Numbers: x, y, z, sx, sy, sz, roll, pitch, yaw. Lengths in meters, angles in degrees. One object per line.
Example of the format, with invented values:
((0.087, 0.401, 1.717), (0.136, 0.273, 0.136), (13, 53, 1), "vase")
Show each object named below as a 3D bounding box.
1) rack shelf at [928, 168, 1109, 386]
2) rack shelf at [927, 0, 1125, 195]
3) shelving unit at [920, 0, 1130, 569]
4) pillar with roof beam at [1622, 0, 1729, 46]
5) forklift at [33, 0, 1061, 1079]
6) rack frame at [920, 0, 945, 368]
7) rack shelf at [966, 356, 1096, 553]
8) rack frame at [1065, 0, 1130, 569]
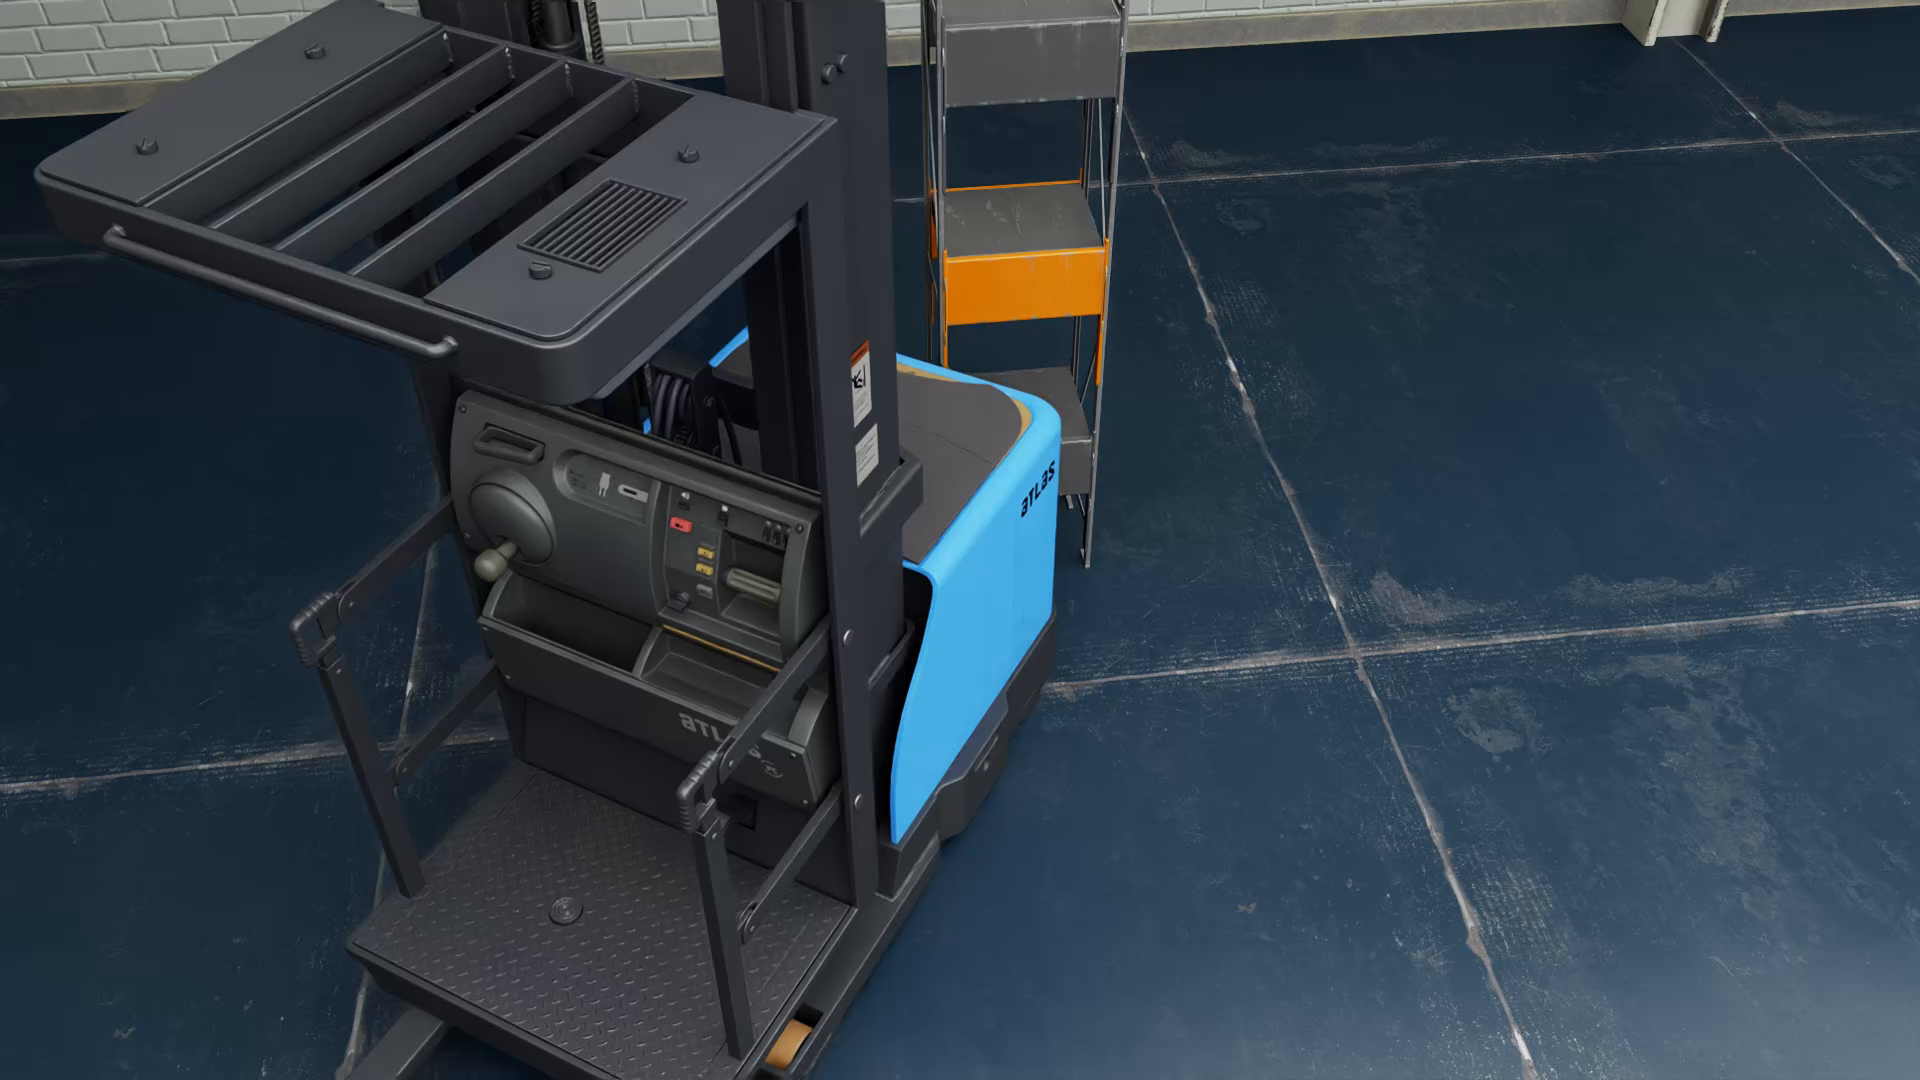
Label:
((0.164, -0.784, 5.072), (0.480, 0.518, 0.431), (-5, 42, -6), "rack shelf")
((0.164, -1.304, 4.603), (0.480, 0.518, 0.431), (-5, 42, -6), "rack shelf")
((0.164, -0.794, 5.063), (0.503, 2.100, 0.431), (-5, 42, -6), "shelving unit")
((4.263, -3.151, 2.525), (0.400, 9.000, 9.100), (-5, 42, -6), "pillar with roof beam")
((-0.829, 0.061, 3.494), (1.130, 2.935, 3.031), (19, 45, 20), "forklift")
((-0.078, -0.773, 5.039), (0.015, 2.100, 0.400), (-5, 42, -6), "rack frame")
((0.164, -0.264, 5.541), (0.480, 0.518, 0.431), (-5, 42, -6), "rack shelf")
((0.406, -0.815, 5.086), (0.015, 2.100, 0.400), (-5, 42, -6), "rack frame")
